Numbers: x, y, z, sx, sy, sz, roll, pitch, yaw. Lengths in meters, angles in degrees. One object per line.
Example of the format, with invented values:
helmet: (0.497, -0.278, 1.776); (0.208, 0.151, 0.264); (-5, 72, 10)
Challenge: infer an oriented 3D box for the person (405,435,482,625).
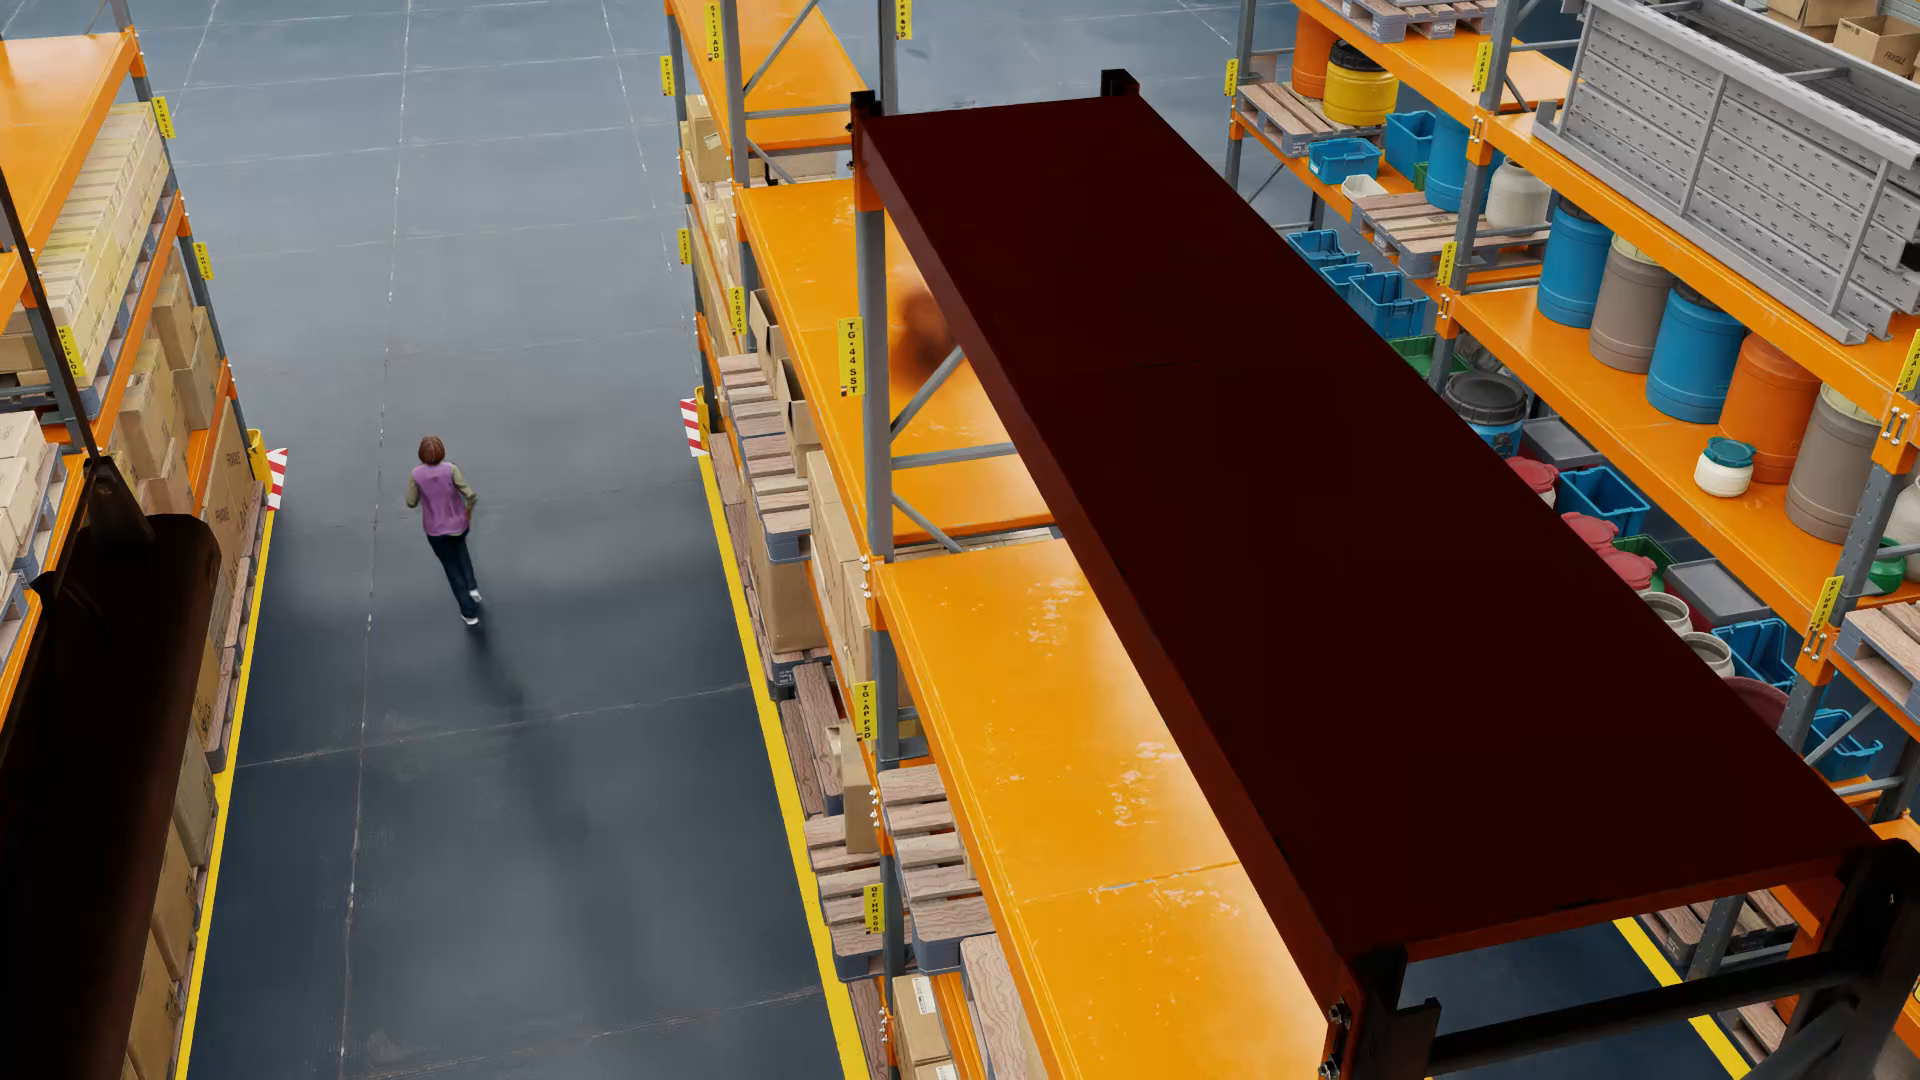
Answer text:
person: (-3.957, -0.084, 12.826); (0.507, 1.625, 0.684); (-14, 37, -20)

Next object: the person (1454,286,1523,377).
person: (4.893, -1.954, 15.420); (0.696, 1.749, 0.870); (-22, 40, -29)
